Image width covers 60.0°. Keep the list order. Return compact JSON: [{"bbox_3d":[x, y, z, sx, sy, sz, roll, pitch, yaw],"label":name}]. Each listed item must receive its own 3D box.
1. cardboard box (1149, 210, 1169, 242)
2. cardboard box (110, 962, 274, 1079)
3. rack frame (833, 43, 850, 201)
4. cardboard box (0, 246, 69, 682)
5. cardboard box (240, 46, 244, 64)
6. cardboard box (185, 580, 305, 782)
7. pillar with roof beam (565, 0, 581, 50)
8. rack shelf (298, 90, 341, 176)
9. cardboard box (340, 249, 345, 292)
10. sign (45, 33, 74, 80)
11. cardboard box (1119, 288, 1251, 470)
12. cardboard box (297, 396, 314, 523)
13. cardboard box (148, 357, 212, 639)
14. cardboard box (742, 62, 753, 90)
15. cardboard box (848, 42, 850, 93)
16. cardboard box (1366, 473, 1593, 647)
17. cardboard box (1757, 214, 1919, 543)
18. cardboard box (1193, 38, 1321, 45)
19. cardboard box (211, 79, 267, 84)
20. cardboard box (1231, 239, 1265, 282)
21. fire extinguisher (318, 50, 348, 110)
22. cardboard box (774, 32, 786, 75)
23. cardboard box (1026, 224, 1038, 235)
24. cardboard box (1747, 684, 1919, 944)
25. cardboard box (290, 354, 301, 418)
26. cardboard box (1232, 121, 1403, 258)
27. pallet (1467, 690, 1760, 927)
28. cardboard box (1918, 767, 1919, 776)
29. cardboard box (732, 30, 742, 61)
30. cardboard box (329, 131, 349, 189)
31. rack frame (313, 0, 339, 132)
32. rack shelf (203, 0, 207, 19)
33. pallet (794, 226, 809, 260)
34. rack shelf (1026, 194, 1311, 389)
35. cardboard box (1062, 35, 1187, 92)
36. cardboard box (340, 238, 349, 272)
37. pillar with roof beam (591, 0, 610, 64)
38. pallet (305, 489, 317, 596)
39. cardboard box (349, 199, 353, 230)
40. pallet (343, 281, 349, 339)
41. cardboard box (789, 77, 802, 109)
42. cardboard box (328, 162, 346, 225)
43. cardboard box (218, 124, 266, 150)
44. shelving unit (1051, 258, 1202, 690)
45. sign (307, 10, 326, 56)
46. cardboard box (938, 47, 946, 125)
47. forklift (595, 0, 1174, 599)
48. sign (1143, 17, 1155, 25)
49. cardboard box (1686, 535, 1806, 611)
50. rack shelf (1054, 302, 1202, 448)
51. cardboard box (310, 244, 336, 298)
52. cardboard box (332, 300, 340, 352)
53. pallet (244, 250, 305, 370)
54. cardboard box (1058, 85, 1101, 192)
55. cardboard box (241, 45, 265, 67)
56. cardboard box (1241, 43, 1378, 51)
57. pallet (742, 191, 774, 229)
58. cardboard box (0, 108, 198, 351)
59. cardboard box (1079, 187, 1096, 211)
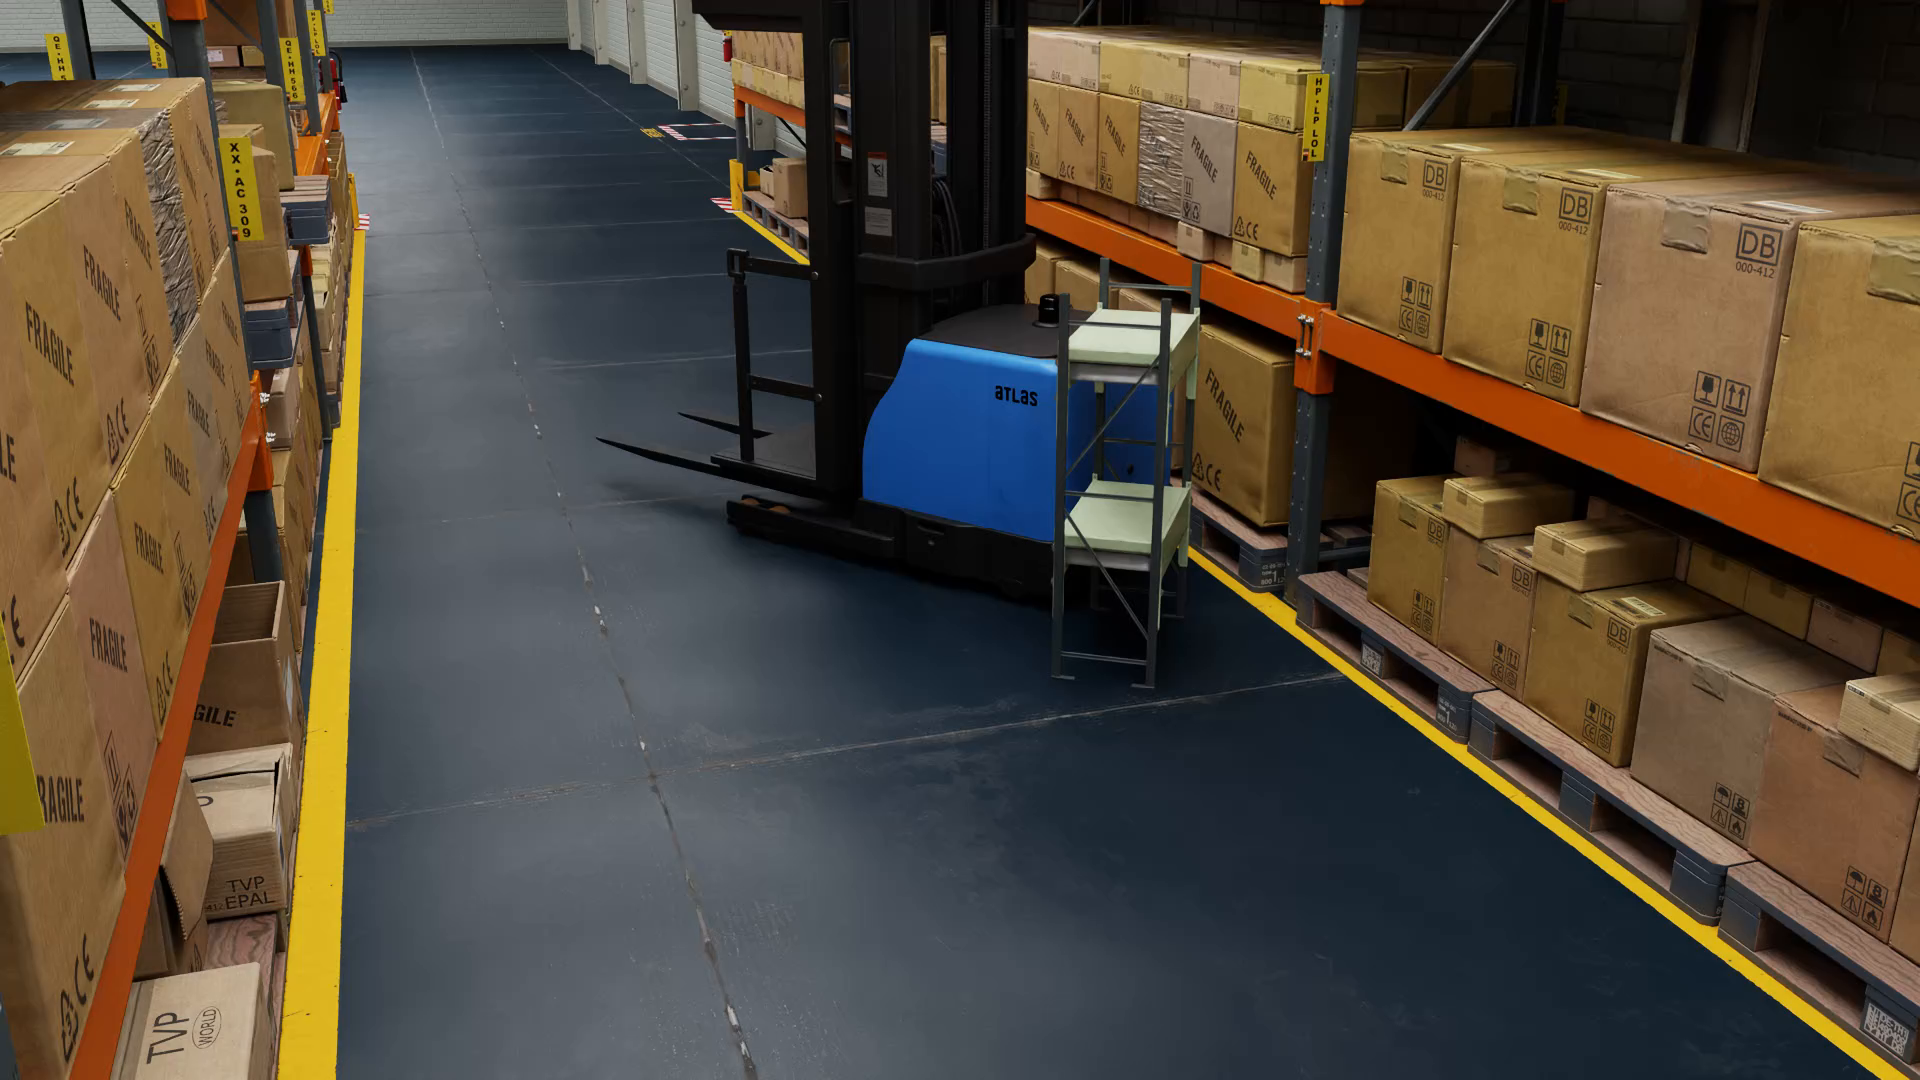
[{"bbox_3d":[1.154,-1.563,8.172,0.380,0.149,0.250,-7,21,-19],"label":"cardboard box"},{"bbox_3d":[-1.773,1.192,3.577,0.500,0.250,0.500,-6,21,-17],"label":"cardboard box"},{"bbox_3d":[-0.627,-3.748,13.914,1.000,3.000,0.127,-6,21,-17],"label":"rack frame"},{"bbox_3d":[-1.446,-0.058,2.012,0.500,0.500,0.500,-6,21,-16],"label":"cardboard box"},{"bbox_3d":[-5.693,-3.717,12.720,0.380,0.149,0.250,-7,21,-18],"label":"cardboard box"},{"bbox_3d":[-2.366,0.469,5.221,0.500,0.500,0.500,-6,21,-17],"label":"cardboard box"},{"bbox_3d":[-14.359,-16.892,41.634,9.100,9.000,0.400,-6,21,-17],"label":"pillar with roof beam"},{"bbox_3d":[-5.957,-3.524,14.354,1.077,0.370,4.000,-6,21,-17],"label":"rack shelf"},{"bbox_3d":[-4.923,-2.022,12.554,0.500,0.250,0.500,-7,21,-18],"label":"cardboard box"},{"bbox_3d":[-4.597,-2.422,8.509,0.100,0.325,0.005,-6,21,-17],"label":"sign"},{"bbox_3d":[1.277,-0.846,8.394,0.750,0.750,0.750,-6,21,-16],"label":"cardboard box"},{"bbox_3d":[-3.222,-0.358,7.524,0.500,0.500,0.500,-7,21,-19],"label":"cardboard box"},{"bbox_3d":[-1.924,-0.074,3.537,0.500,0.500,0.500,-6,21,-16],"label":"cardboard box"},{"bbox_3d":[-1.856,-4.615,16.520,0.500,0.250,0.500,-7,21,-19],"label":"cardboard box"},{"bbox_3d":[-0.500,-3.835,13.358,0.700,0.500,0.500,-6,21,-17],"label":"cardboard box"},{"bbox_3d":[2.025,0.049,6.419,0.700,0.500,0.500,-6,21,-17],"label":"cardboard box"},{"bbox_3d":[2.735,-0.433,4.241,0.980,0.700,0.700,-7,21,-18],"label":"cardboard box"},{"bbox_3d":[1.497,-2.401,8.436,0.500,0.250,0.500,-7,21,-18],"label":"cardboard box"},{"bbox_3d":[-4.937,-2.850,11.267,0.500,0.500,0.500,-5,20,-13],"label":"cardboard box"},{"bbox_3d":[1.410,-1.229,7.242,0.380,0.149,0.250,-6,21,-16],"label":"cardboard box"},{"bbox_3d":[-6.182,-4.555,16.275,0.296,0.674,0.183,-6,21,-17],"label":"fire extinguisher"},{"bbox_3d":[-1.380,-4.481,15.037,0.500,0.500,0.500,-7,21,-19],"label":"cardboard box"},{"bbox_3d":[0.234,-2.263,11.717,0.500,0.250,0.500,-6,21,-16],"label":"cardboard box"},{"bbox_3d":[2.672,0.707,4.587,0.700,0.500,0.500,-6,21,-17],"label":"cardboard box"},{"bbox_3d":[-3.207,-0.700,7.365,0.500,0.250,0.500,-7,21,-18],"label":"cardboard box"},{"bbox_3d":[1.503,-1.499,7.034,0.500,0.500,0.500,-7,21,-18],"label":"cardboard box"},{"bbox_3d":[2.439,0.776,5.443,1.003,0.211,1.213,-6,21,-17],"label":"pallet"},{"bbox_3d":[2.616,0.541,4.091,0.380,0.149,0.250,-7,21,-18],"label":"cardboard box"},{"bbox_3d":[-2.020,-5.138,16.867,0.500,0.500,0.500,-6,21,-17],"label":"cardboard box"},{"bbox_3d":[-6.135,-3.620,15.895,0.500,0.500,0.500,-6,21,-17],"label":"cardboard box"},{"bbox_3d":[-6.586,-4.504,16.019,1.000,3.000,0.127,-6,21,-17],"label":"rack frame"},{"bbox_3d":[-3.443,-2.368,6.699,1.077,0.370,4.000,-6,21,-17],"label":"rack shelf"},{"bbox_3d":[-0.872,-2.647,14.975,1.003,0.211,1.213,-6,21,-17],"label":"pallet"},{"bbox_3d":[1.259,-1.484,8.675,1.077,0.370,4.000,-6,21,-17],"label":"rack shelf"},{"bbox_3d":[0.858,-2.508,8.735,0.500,0.250,0.500,-6,21,-17],"label":"cardboard box"},{"bbox_3d":[-5.187,-2.305,13.343,0.500,0.250,0.500,-6,21,-17],"label":"cardboard box"},{"bbox_3d":[-12.474,-14.967,36.273,9.100,9.000,0.400,-6,21,-17],"label":"pillar with roof beam"},{"bbox_3d":[-3.493,0.010,7.576,1.003,0.211,1.213,-6,21,-17],"label":"pallet"},{"bbox_3d":[-5.810,-2.947,15.132,0.500,0.250,0.500,-6,21,-17],"label":"cardboard box"},{"bbox_3d":[-5.060,-1.676,12.270,1.003,0.211,1.213,-6,21,-17],"label":"pallet"},{"bbox_3d":[-1.213,-3.967,14.717,0.500,0.250,0.500,-6,21,-17],"label":"cardboard box"},{"bbox_3d":[-5.342,-2.819,13.664,0.500,0.500,0.500,-6,21,-17],"label":"cardboard box"},{"bbox_3d":[-3.027,-1.288,6.295,0.700,0.500,0.500,-3,20,-9],"label":"cardboard box"},{"bbox_3d":[0.650,-0.275,6.463,0.431,1.500,0.755,6,20,15],"label":"shelving unit"},{"bbox_3d":[-4.817,-3.789,12.432,0.100,0.325,0.005,-6,21,-17],"label":"sign"},{"bbox_3d":[0.271,-3.045,11.157,0.700,0.500,0.500,-8,21,-22],"label":"cardboard box"},{"bbox_3d":[-0.505,-1.504,7.767,3.031,2.935,1.130,14,24,34],"label":"forklift"},{"bbox_3d":[1.156,-3.069,10.311,0.100,0.325,0.005,-6,21,-17],"label":"sign"},{"bbox_3d":[2.579,0.093,5.336,0.380,0.149,0.250,-7,21,-18],"label":"cardboard box"},{"bbox_3d":[0.650,-0.642,6.331,0.431,0.370,0.720,6,20,15],"label":"rack shelf"},{"bbox_3d":[-4.451,-1.800,11.108,0.500,0.311,0.500,-7,21,-18],"label":"cardboard box"},{"bbox_3d":[-4.285,-1.367,10.732,0.500,0.250,0.500,-7,21,-19],"label":"cardboard box"},{"bbox_3d":[-2.962,-0.831,6.076,1.003,0.211,1.213,-6,21,-17],"label":"pallet"},{"bbox_3d":[0.850,-2.149,8.845,0.500,0.500,0.500,-6,21,-17],"label":"cardboard box"},{"bbox_3d":[-5.229,-3.680,12.616,0.380,0.149,0.250,-6,21,-17],"label":"cardboard box"},{"bbox_3d":[1.657,-2.233,7.969,0.500,0.250,0.500,-7,21,-19],"label":"cardboard box"},{"bbox_3d":[-1.639,-3.430,17.155,1.003,0.211,1.213,-6,21,-17],"label":"pallet"},{"bbox_3d":[-2.088,-0.710,3.829,0.500,0.500,0.500,-6,21,-17],"label":"cardboard box"},{"bbox_3d":[0.874,-1.899,9.109,0.380,0.149,0.250,-6,21,-16],"label":"cardboard box"}]
